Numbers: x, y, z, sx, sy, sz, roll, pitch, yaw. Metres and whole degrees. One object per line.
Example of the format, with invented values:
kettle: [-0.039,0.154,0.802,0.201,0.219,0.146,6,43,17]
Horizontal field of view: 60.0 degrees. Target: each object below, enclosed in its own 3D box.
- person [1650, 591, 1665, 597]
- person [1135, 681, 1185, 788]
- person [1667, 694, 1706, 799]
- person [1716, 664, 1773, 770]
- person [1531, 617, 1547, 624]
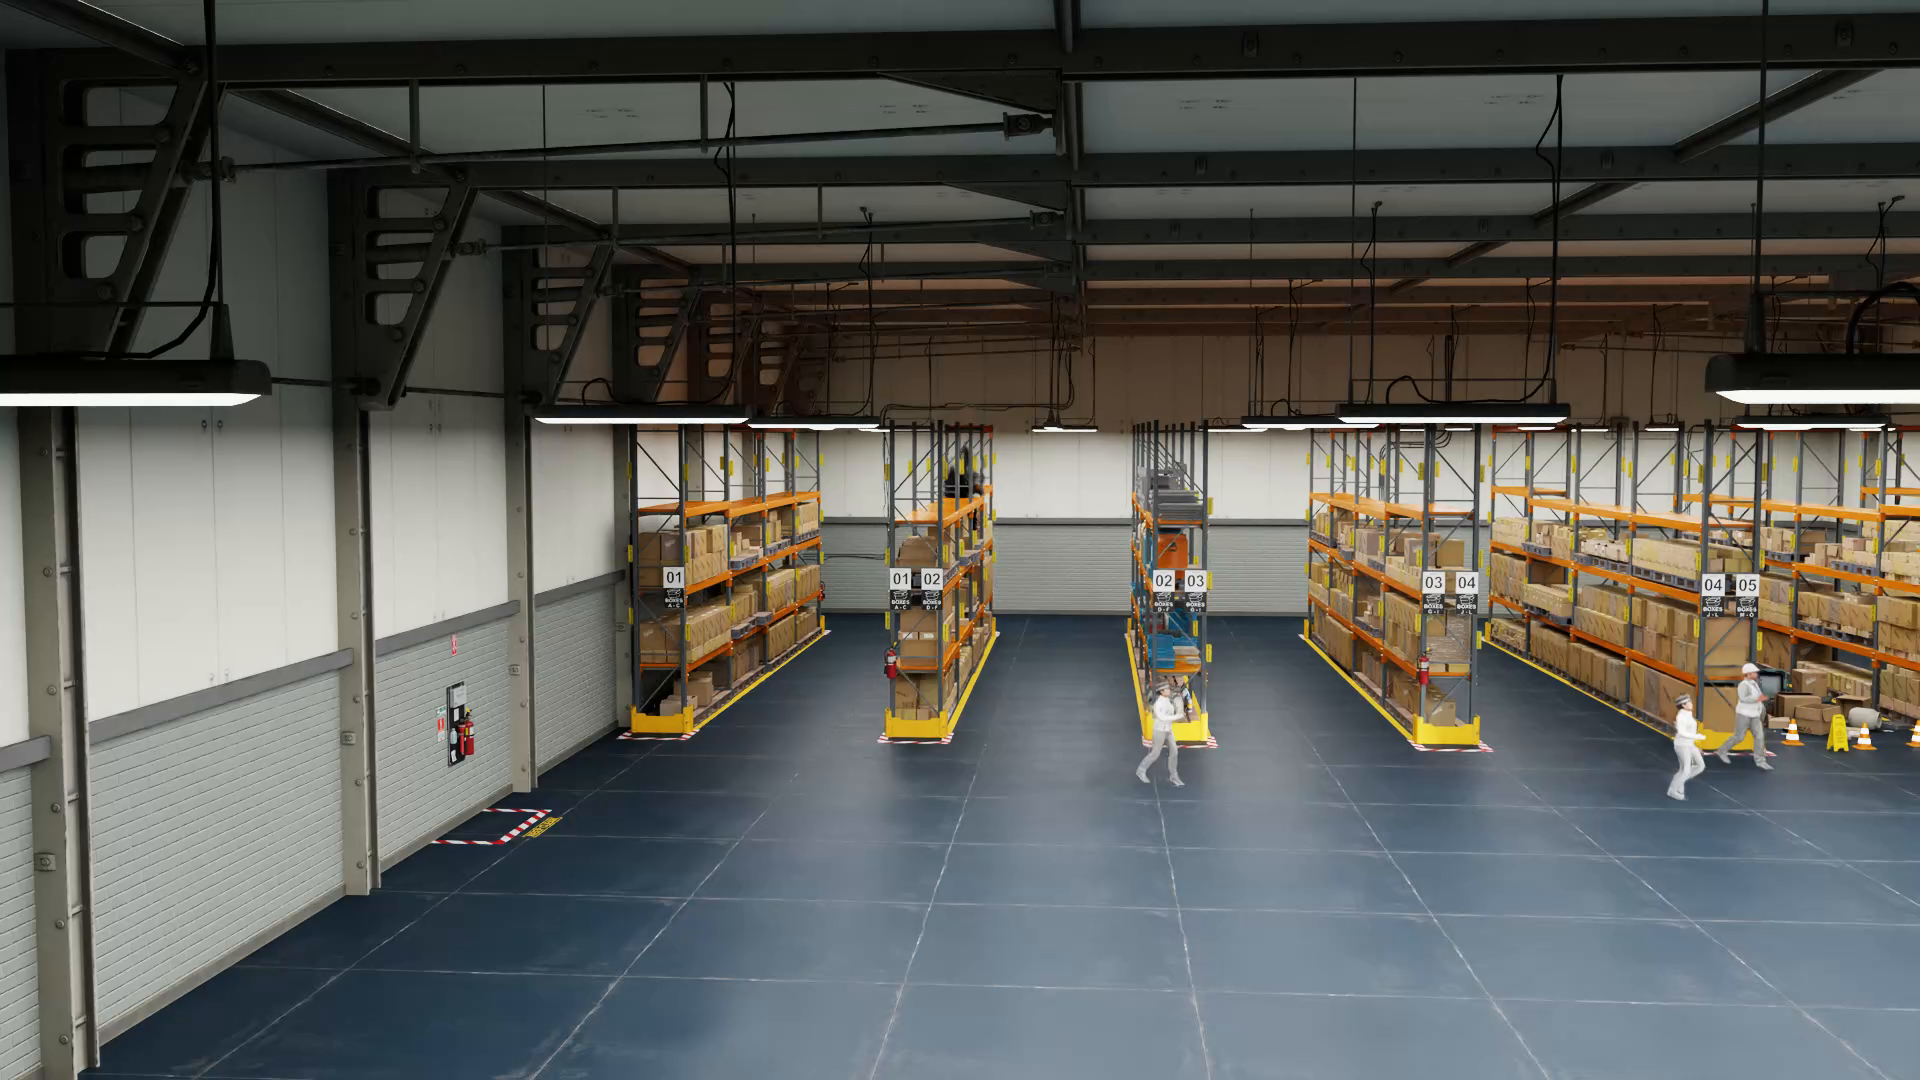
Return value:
person: [19.929,1.851,47.267,0.714,1.783,0.685,0,4,7]
person: [3.262,3.151,27.094,0.806,1.747,0.612,2,4,27]
person: [11.394,3.228,26.048,0.562,1.668,0.671,3,4,35]
person: [13.492,3.004,28.504,0.633,1.776,0.943,-3,4,-36]
person: [16.545,1.864,47.362,0.620,1.742,0.696,0,4,5]
